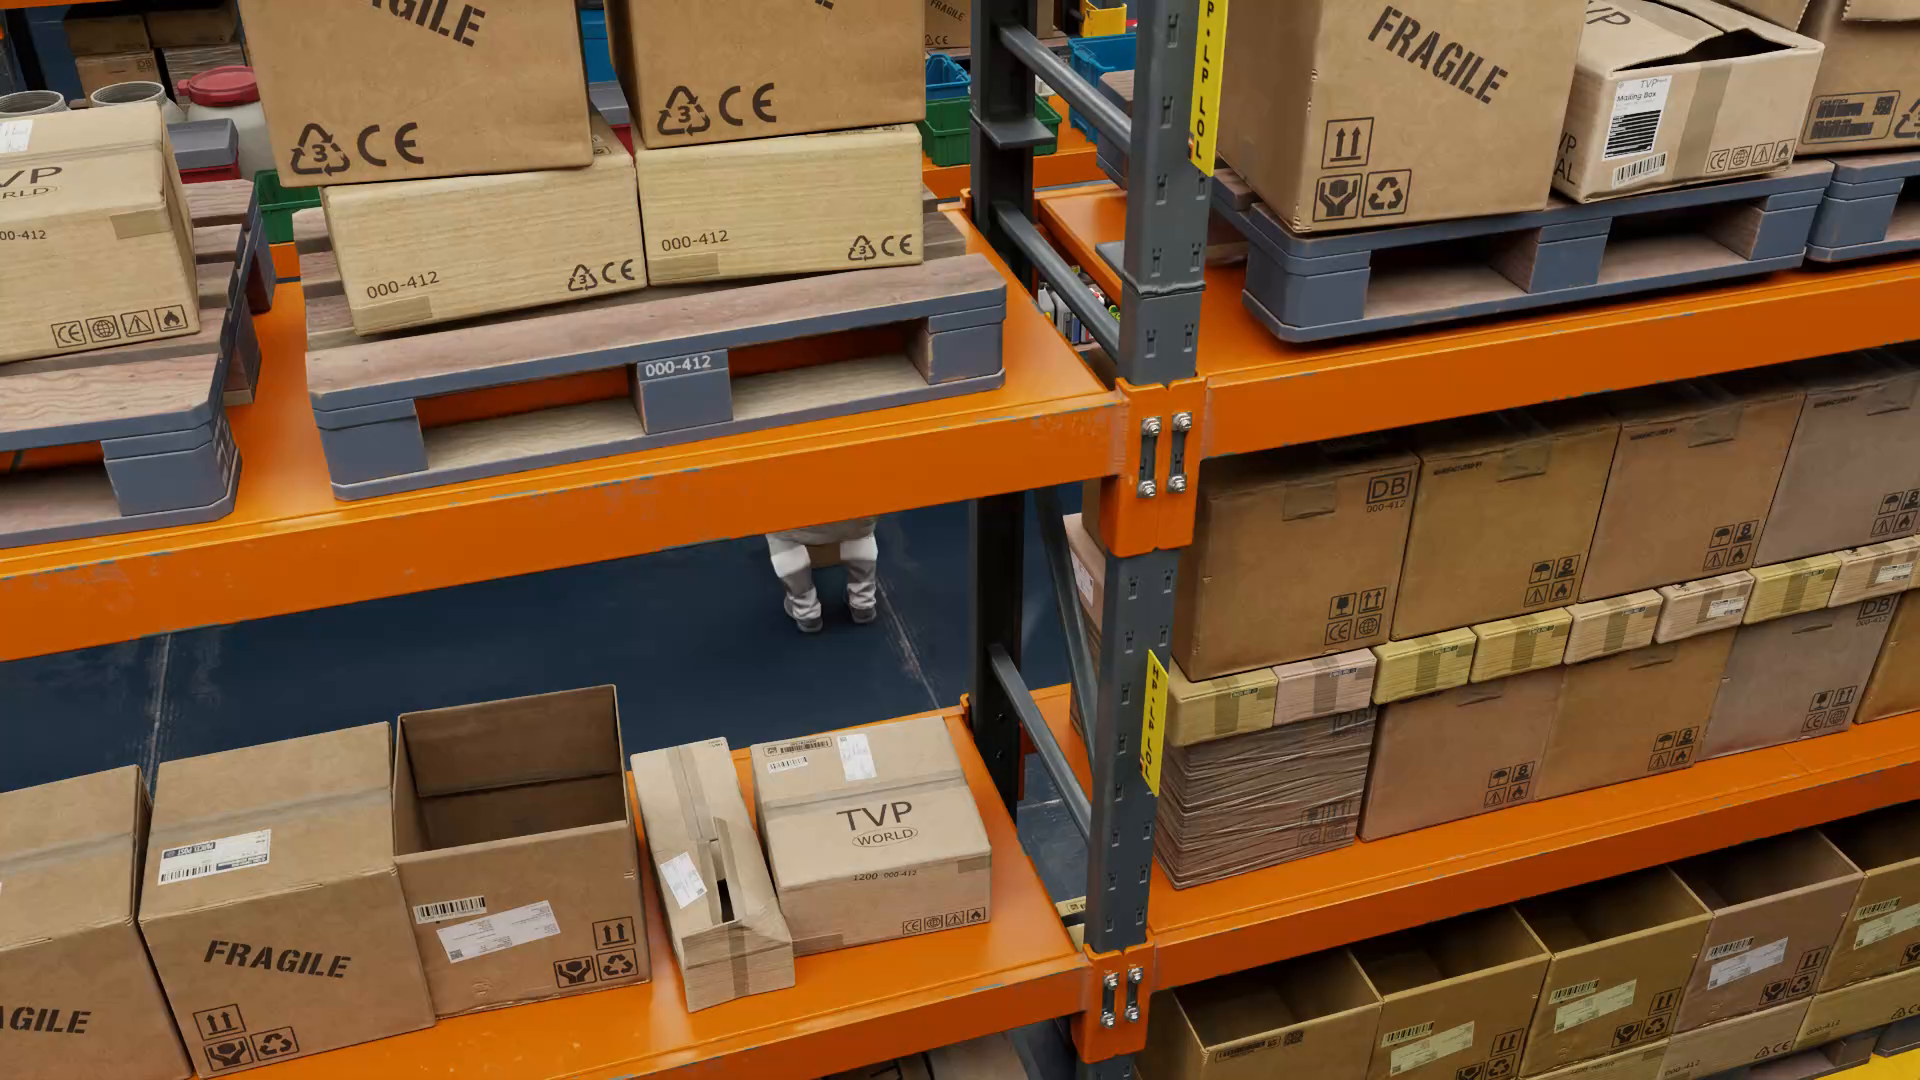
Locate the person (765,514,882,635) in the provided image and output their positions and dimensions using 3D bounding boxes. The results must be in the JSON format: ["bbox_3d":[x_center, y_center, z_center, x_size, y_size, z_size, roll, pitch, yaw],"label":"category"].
[{"bbox_3d":[-0.626,-0.223,6.988,0.584,1.201,0.845,-10,35,-15],"label":"person"}]
